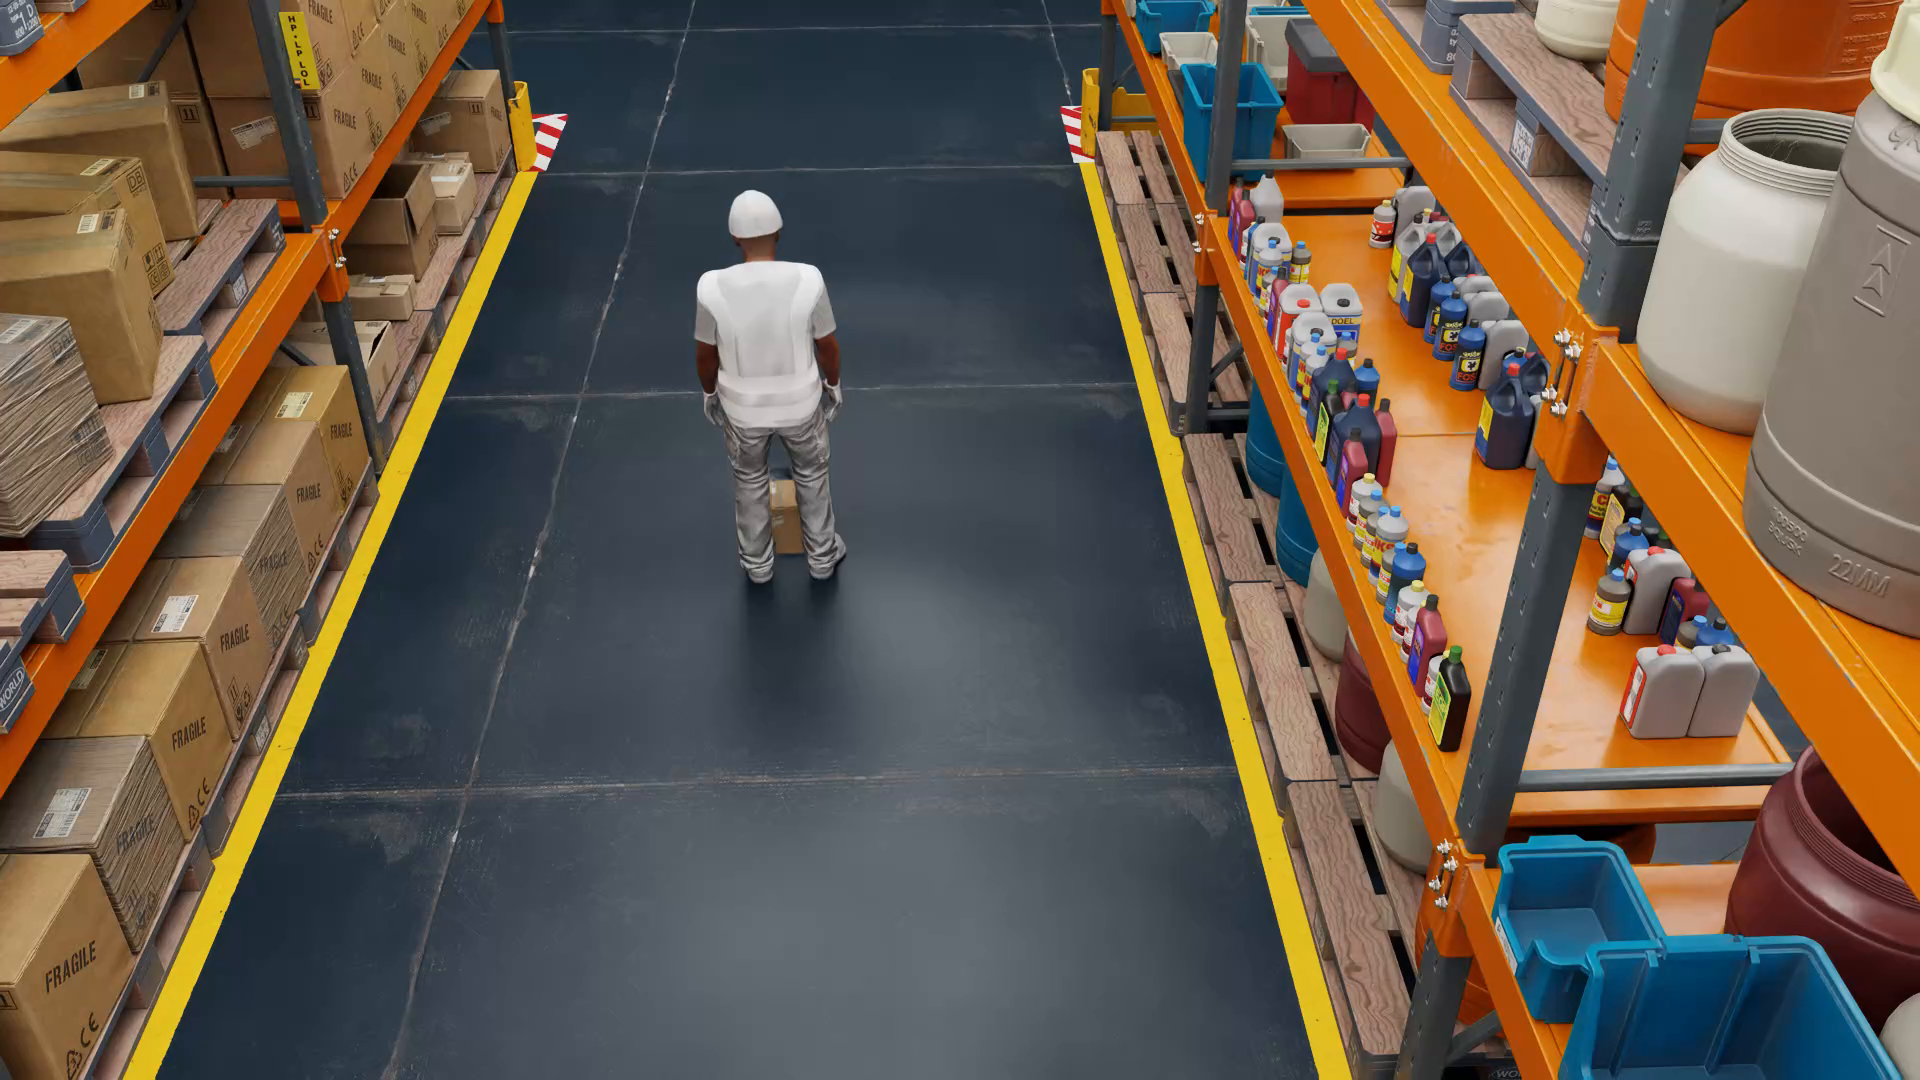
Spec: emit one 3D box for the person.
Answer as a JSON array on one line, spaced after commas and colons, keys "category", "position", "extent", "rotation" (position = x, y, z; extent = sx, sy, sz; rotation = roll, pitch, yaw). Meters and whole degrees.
[{"category": "person", "position": [-0.793, -0.601, 6.996], "extent": [0.595, 1.775, 0.440], "rotation": [-3, 35, -4]}]
